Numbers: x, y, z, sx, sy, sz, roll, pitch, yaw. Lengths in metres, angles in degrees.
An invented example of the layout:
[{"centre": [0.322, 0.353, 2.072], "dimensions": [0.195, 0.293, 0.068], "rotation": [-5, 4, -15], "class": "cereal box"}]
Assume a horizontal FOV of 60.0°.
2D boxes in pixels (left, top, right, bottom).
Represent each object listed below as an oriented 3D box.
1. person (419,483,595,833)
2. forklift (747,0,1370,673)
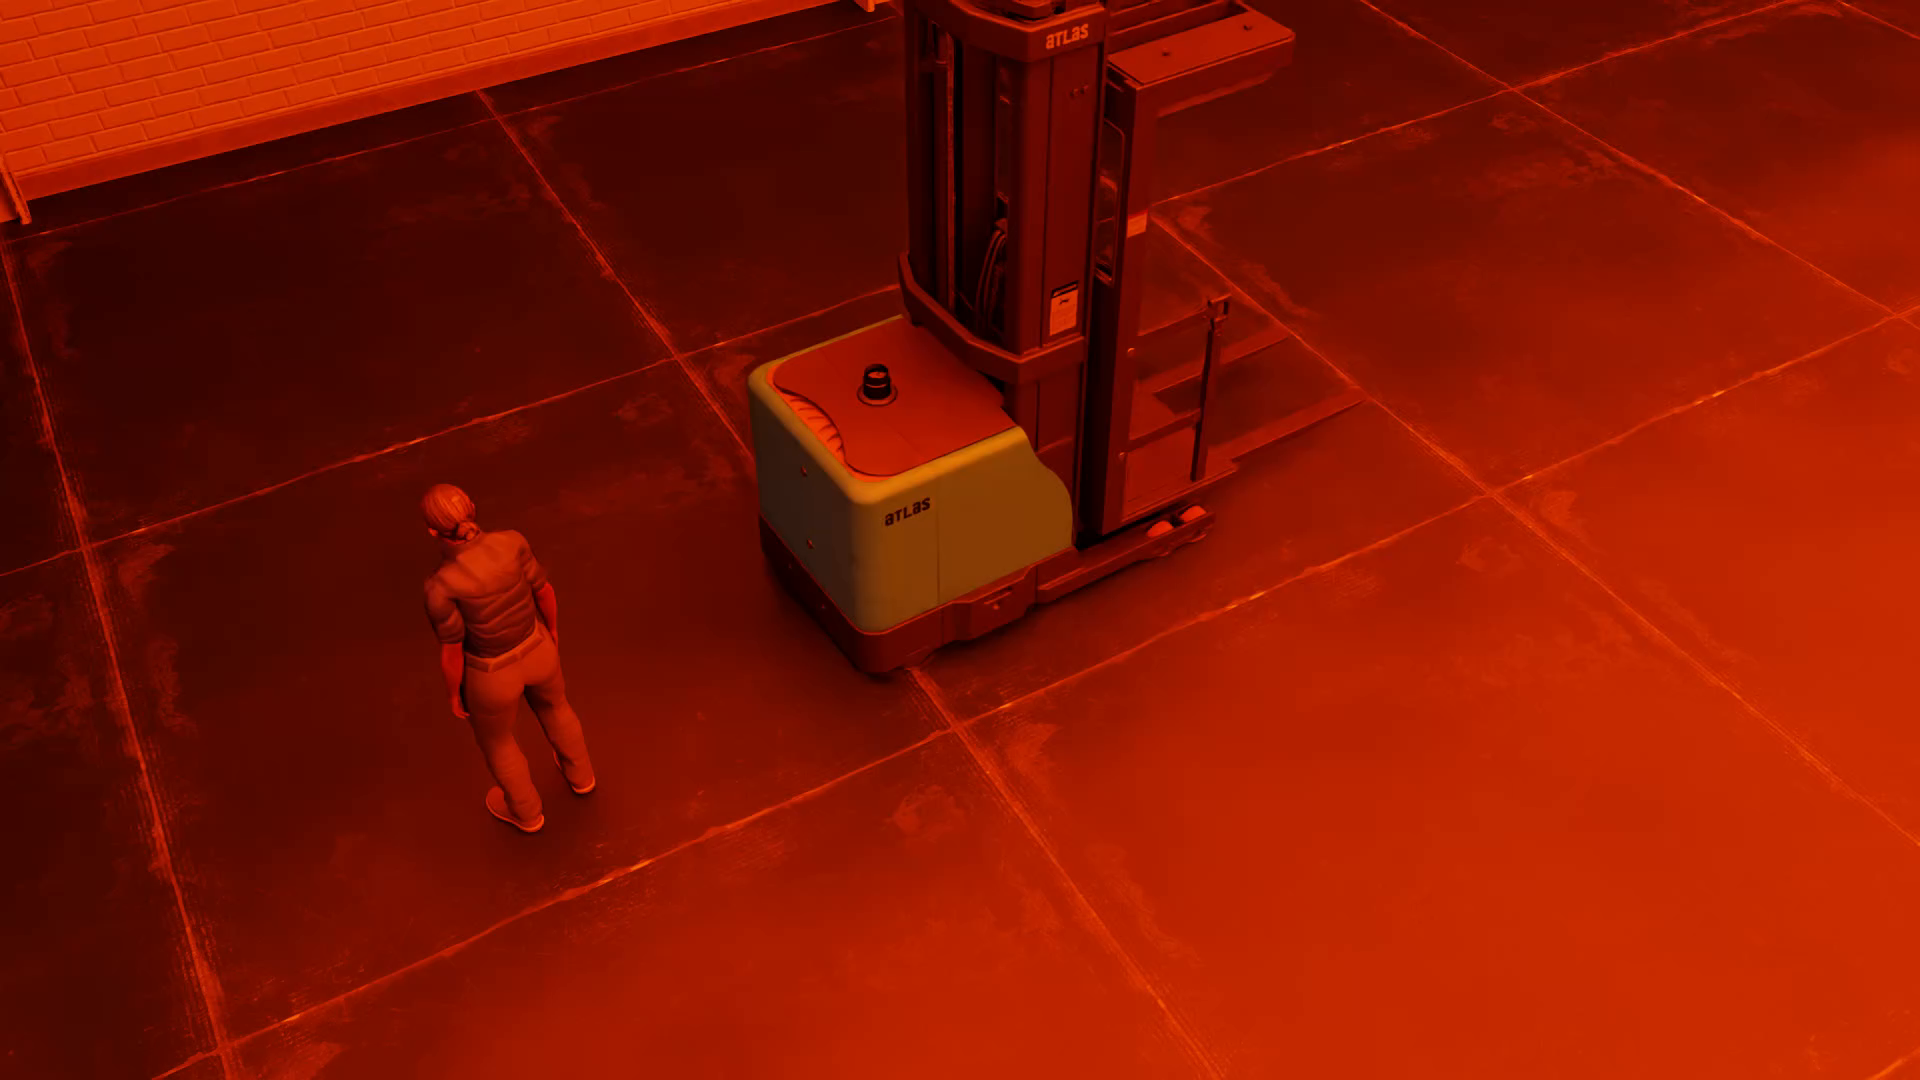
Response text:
[{"centre": [-1.684, 0.443, 6.162], "dimensions": [0.349, 1.653, 0.520], "rotation": [33, 52, 30], "class": "person"}, {"centre": [0.599, -1.277, 7.075], "dimensions": [3.031, 2.935, 1.130], "rotation": [-24, 48, -23], "class": "forklift"}]
